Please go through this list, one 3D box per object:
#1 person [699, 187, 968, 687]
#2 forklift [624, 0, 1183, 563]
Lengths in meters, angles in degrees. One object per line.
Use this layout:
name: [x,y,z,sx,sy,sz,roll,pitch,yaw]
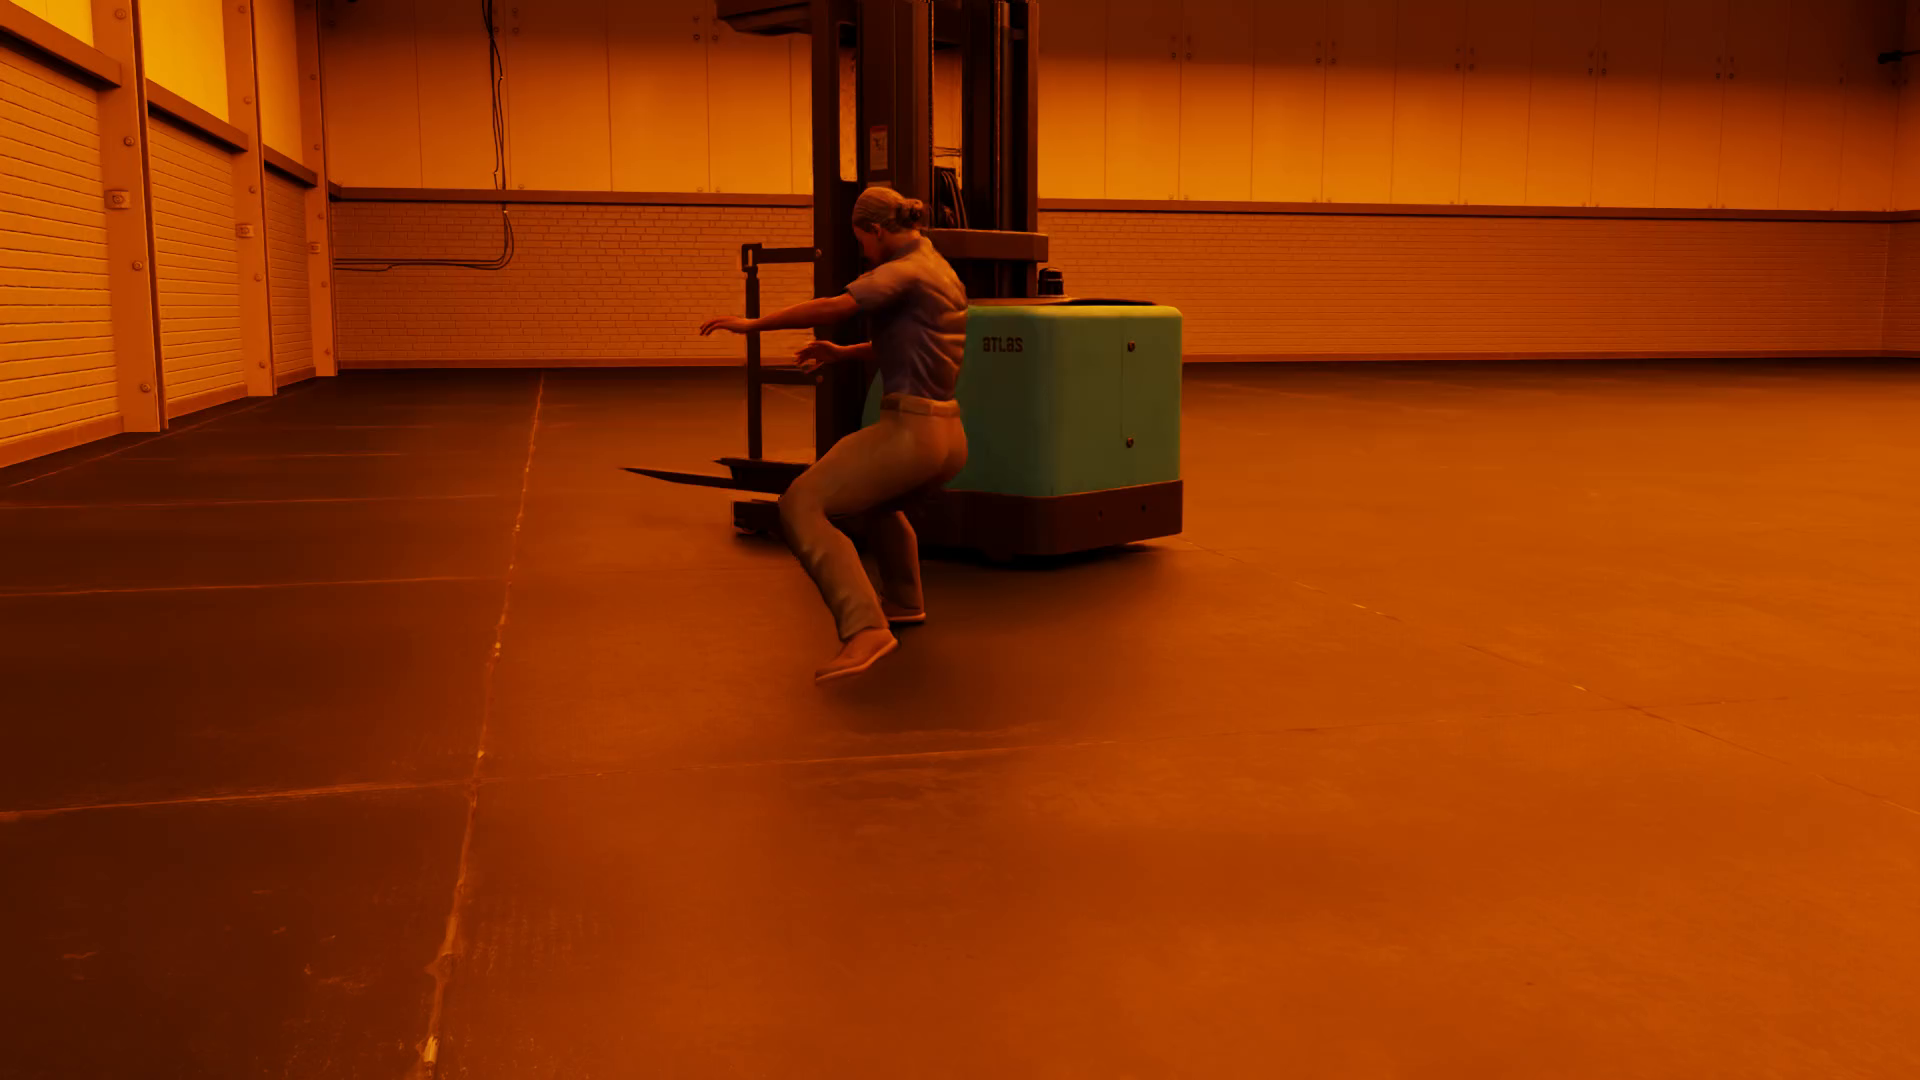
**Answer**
person: [-0.310,-0.349,5.056,0.617,1.426,1.194,3,9,22]
forklift: [-0.437,-1.504,7.880,3.031,2.935,1.130,7,11,42]
